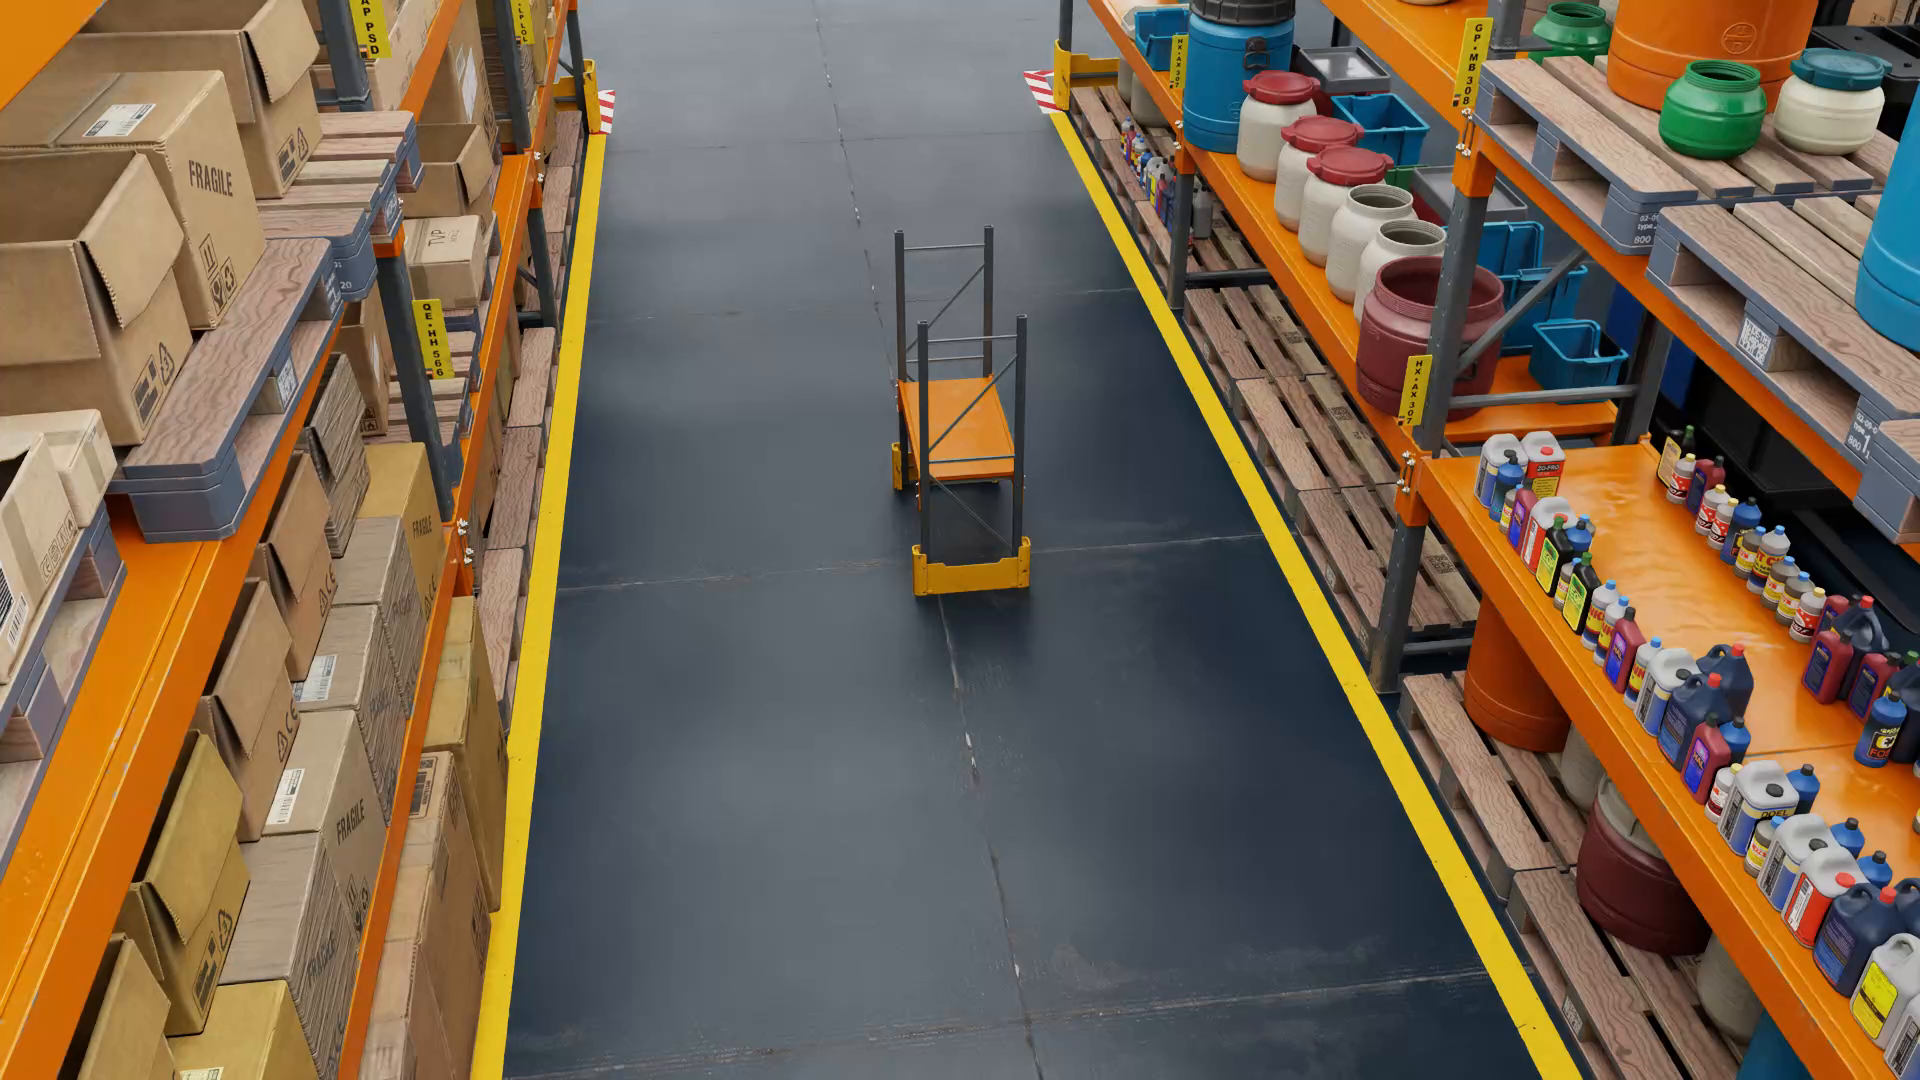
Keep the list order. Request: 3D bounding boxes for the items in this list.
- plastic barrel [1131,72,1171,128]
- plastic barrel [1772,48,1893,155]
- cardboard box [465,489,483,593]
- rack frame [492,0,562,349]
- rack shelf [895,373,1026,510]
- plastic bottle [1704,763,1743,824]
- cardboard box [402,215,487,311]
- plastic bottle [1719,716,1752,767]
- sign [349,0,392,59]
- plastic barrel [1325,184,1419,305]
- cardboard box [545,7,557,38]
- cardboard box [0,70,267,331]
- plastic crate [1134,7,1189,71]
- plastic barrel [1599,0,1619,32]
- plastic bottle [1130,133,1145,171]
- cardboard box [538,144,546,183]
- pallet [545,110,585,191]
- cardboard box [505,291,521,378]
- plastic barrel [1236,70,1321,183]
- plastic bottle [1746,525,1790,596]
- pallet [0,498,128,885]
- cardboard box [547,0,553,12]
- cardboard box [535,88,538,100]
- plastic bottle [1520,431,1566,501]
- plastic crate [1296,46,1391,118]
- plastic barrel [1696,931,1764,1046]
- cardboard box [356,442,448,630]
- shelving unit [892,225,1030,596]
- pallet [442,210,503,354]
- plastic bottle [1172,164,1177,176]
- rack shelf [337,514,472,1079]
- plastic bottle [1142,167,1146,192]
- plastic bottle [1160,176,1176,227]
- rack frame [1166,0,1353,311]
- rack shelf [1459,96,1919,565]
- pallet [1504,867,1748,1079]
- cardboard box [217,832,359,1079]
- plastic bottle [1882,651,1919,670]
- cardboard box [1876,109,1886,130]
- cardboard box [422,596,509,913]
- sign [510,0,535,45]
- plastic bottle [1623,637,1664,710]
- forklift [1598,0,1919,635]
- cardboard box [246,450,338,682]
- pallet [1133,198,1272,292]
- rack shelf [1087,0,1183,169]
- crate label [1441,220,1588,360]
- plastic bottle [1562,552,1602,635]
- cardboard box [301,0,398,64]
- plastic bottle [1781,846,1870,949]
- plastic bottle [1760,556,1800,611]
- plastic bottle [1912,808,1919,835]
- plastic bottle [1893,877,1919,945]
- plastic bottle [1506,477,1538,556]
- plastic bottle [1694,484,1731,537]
[{"bbox_3d":[1.570,-3.559,13.146,0.421,0.512,0.421,0,34,0],"label":"plastic barrel"},{"bbox_3d":[2.704,-1.360,5.168,0.301,0.262,0.301,0,34,0],"label":"plastic barrel"},{"bbox_3d":[-2.690,-0.046,7.982,0.700,0.500,0.500,-7,35,-10],"label":"cardboard box"},{"bbox_3d":[-3.031,-2.448,9.678,1.000,3.000,0.127,-4,35,-6],"label":"rack frame"},{"bbox_3d":[-0.011,-0.519,8.499,0.538,0.185,1.000,-4,35,-6],"label":"rack shelf"},{"bbox_3d":[2.370,0.775,5.125,0.097,0.201,0.097,0,34,0],"label":"plastic bottle"},{"bbox_3d":[-2.491,-1.280,7.725,0.500,0.250,0.500,-5,35,-8],"label":"cardboard box"},{"bbox_3d":[2.413,0.667,5.221,0.097,0.271,0.097,0,34,0],"label":"plastic bottle"},{"bbox_3d":[-1.942,-1.739,5.445,0.100,0.325,0.005,-4,35,-6],"label":"sign"},{"bbox_3d":[2.008,-1.430,8.086,0.421,0.512,0.421,0,34,0],"label":"plastic barrel"},{"bbox_3d":[-3.020,-3.604,11.598,0.380,0.149,0.250,-4,35,-6],"label":"cardboard box"},{"bbox_3d":[-2.137,-0.860,4.223,0.500,0.500,0.500,-3,34,-4],"label":"cardboard box"},{"bbox_3d":[1.459,-3.359,11.147,0.499,0.251,0.616,-4,35,-6],"label":"plastic crate"},{"bbox_3d":[2.677,-2.073,6.366,0.421,0.512,0.421,0,34,0],"label":"plastic barrel"},{"bbox_3d":[1.320,-2.883,12.349,0.097,0.271,0.097,0,34,0],"label":"plastic bottle"},{"bbox_3d":[-3.322,-2.789,12.026,0.500,0.500,0.500,-1,34,-2],"label":"cardboard box"},{"bbox_3d":[-3.485,-3.029,13.008,1.003,0.211,1.213,-4,35,-6],"label":"pallet"},{"bbox_3d":[-2.970,-1.252,9.753,0.700,0.500,0.500,-7,35,-10],"label":"cardboard box"},{"bbox_3d":[1.788,-2.329,9.383,0.433,0.535,0.433,0,34,0],"label":"plastic barrel"},{"bbox_3d":[2.973,0.068,6.102,0.097,0.271,0.097,0,34,0],"label":"plastic bottle"},{"bbox_3d":[-2.127,0.348,3.082,0.805,0.209,1.217,-6,35,-8],"label":"pallet"},{"bbox_3d":[-3.312,-3.983,11.578,0.875,0.500,0.500,-4,35,-6],"label":"cardboard box"},{"bbox_3d":[-2.844,-2.765,10.366,0.380,0.149,0.250,-4,35,-6],"label":"cardboard box"},{"bbox_3d":[2.303,-0.285,6.615,0.152,0.276,0.135,-4,35,-6],"label":"plastic bottle"},{"bbox_3d":[2.245,-2.602,9.848,0.402,0.464,0.583,-4,35,-6],"label":"plastic crate"},{"bbox_3d":[2.814,1.474,5.760,0.421,0.512,0.421,0,34,0],"label":"plastic barrel"},{"bbox_3d":[-2.181,0.000,5.998,0.500,0.500,0.500,-3,34,-5],"label":"cardboard box"},{"bbox_3d":[-0.010,-0.662,8.390,0.587,1.500,1.083,-4,35,-6],"label":"shelving unit"},{"bbox_3d":[-2.800,-1.238,8.073,1.003,0.211,1.213,-4,35,-6],"label":"pallet"},{"bbox_3d":[1.533,-2.529,11.819,0.061,0.283,0.133,-4,35,-6],"label":"plastic bottle"},{"bbox_3d":[-2.224,1.198,4.968,1.077,0.370,4.000,-4,35,-6],"label":"rack shelf"},{"bbox_3d":[1.374,-2.628,12.037,0.097,0.201,0.097,0,34,0],"label":"plastic bottle"},{"bbox_3d":[1.479,-2.355,11.503,0.144,0.351,0.185,-6,35,-9],"label":"plastic bottle"},{"bbox_3d":[1.877,-2.823,10.229,1.000,3.000,0.127,-4,35,-6],"label":"rack frame"},{"bbox_3d":[2.684,-0.417,4.674,1.077,0.370,4.000,-4,35,-6],"label":"rack shelf"},{"bbox_3d":[2.723,1.677,6.101,1.003,0.211,1.213,-4,35,-6],"label":"pallet"},{"bbox_3d":[-1.905,1.140,4.325,0.500,0.500,0.500,-5,35,-7],"label":"cardboard box"},{"bbox_3d":[3.088,0.466,5.506,0.061,0.283,0.133,-4,35,-6],"label":"plastic bottle"},{"bbox_3d":[6.451,-3.065,11.987,0.500,0.500,0.500,-4,35,-6],"label":"cardboard box"},{"bbox_3d":[-2.421,0.875,6.316,1.225,0.875,0.875,-6,35,-9],"label":"cardboard box"},{"bbox_3d":[-2.482,-2.970,9.417,0.100,0.325,0.005,-4,35,-6],"label":"sign"},{"bbox_3d":[2.296,0.439,5.556,0.097,0.271,0.097,0,34,0],"label":"plastic bottle"},{"bbox_3d":[4.578,-1.461,8.290,1.130,2.935,3.031,-4,34,-6],"label":"forklift"},{"bbox_3d":[-2.326,0.101,4.958,0.797,0.503,0.637,-4,34,-5],"label":"cardboard box"},{"bbox_3d":[1.828,-2.049,11.569,1.003,0.211,1.213,-4,35,-6],"label":"pallet"},{"bbox_3d":[1.608,-3.642,12.069,1.077,0.370,4.000,-4,35,-6],"label":"rack shelf"},{"bbox_3d":[2.549,-1.180,7.787,0.502,0.435,0.616,-4,35,-6],"label":"crate label"},{"bbox_3d":[2.219,0.188,5.913,0.061,0.283,0.133,-4,35,-6],"label":"plastic bottle"},{"bbox_3d":[-2.302,-1.985,5.803,0.500,0.500,0.500,-4,34,-6],"label":"cardboard box"},{"bbox_3d":[2.462,1.012,4.712,0.152,0.276,0.135,-4,35,-6],"label":"plastic bottle"},{"bbox_3d":[2.986,0.151,6.042,0.097,0.201,0.097,0,34,0],"label":"plastic bottle"},{"bbox_3d":[2.991,0.810,5.074,0.097,0.201,0.097,0,34,0],"label":"plastic bottle"},{"bbox_3d":[2.623,1.059,4.576,0.144,0.351,0.185,-4,35,-6],"label":"plastic bottle"},{"bbox_3d":[2.152,-0.090,6.322,0.061,0.283,0.133,-4,35,-6],"label":"plastic bottle"},{"bbox_3d":[2.920,-0.121,6.440,0.097,0.201,0.097,0,34,0],"label":"plastic bottle"}]
